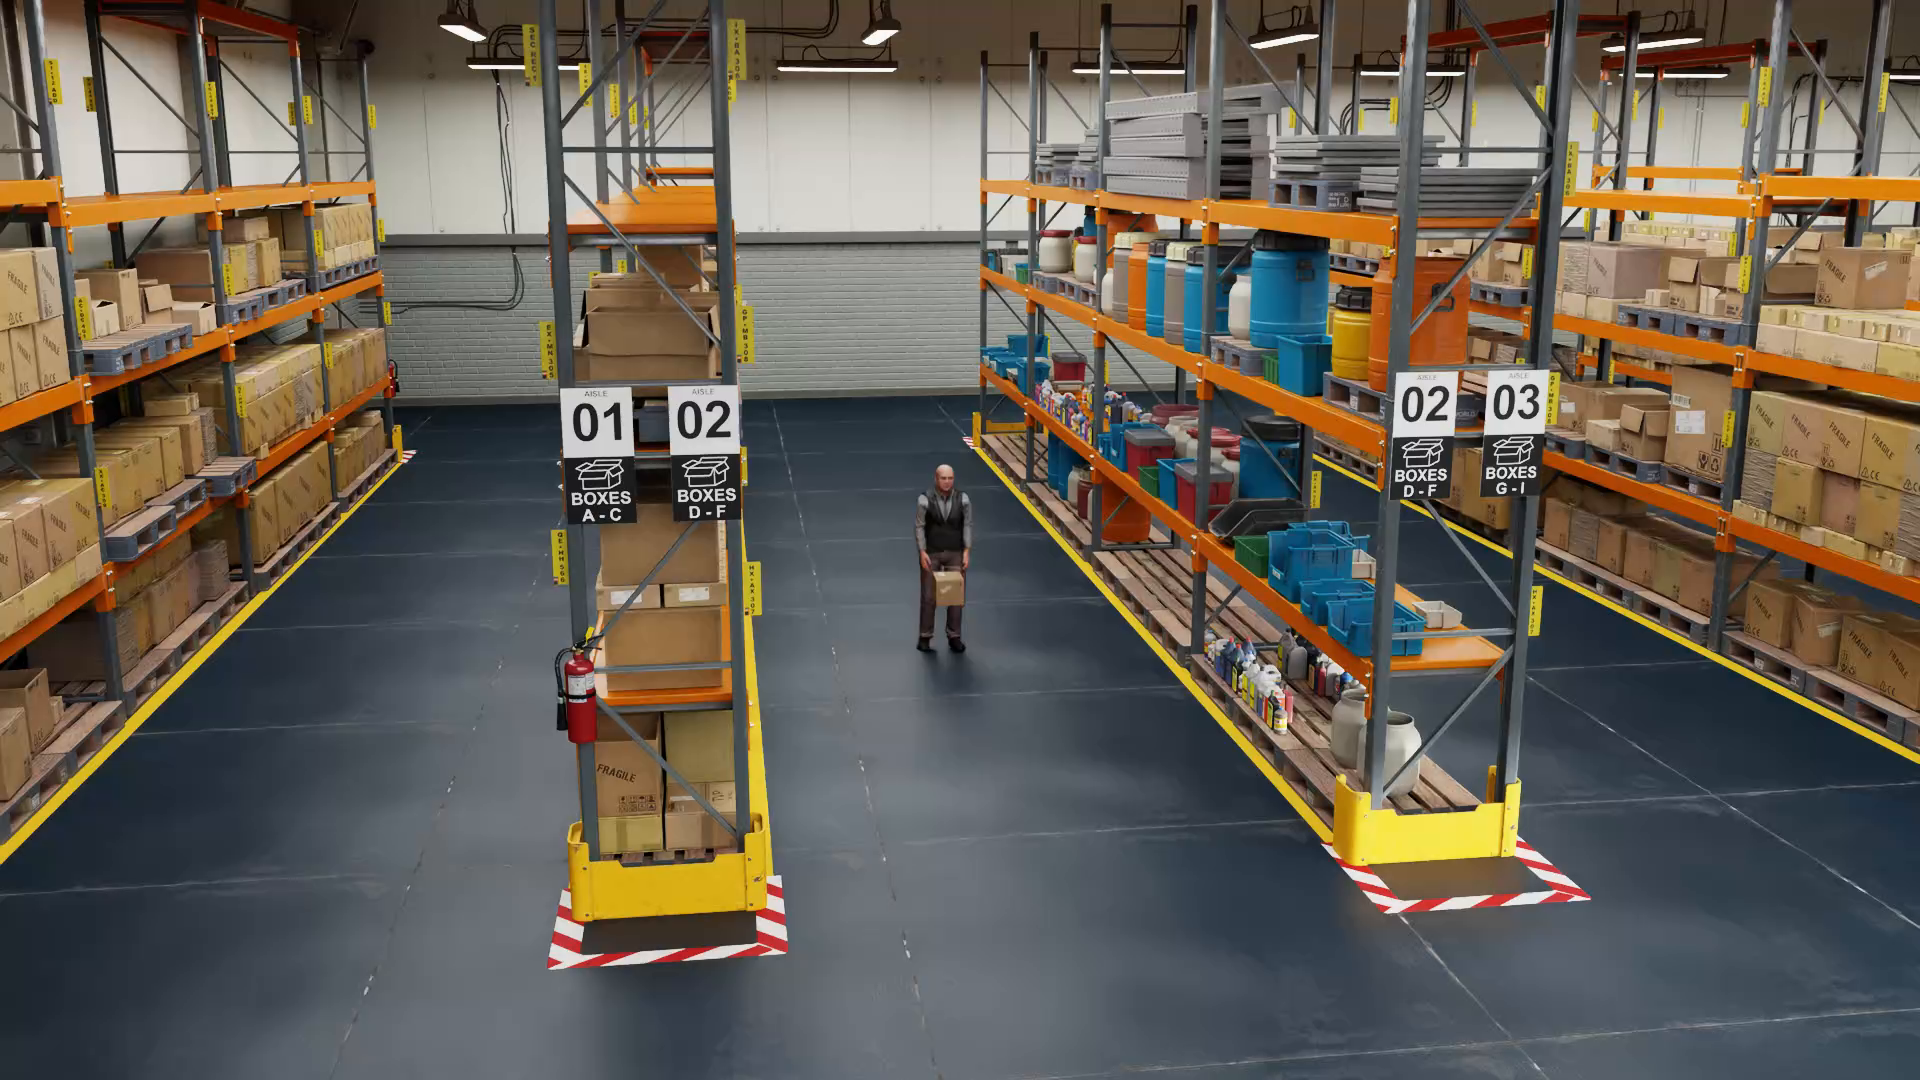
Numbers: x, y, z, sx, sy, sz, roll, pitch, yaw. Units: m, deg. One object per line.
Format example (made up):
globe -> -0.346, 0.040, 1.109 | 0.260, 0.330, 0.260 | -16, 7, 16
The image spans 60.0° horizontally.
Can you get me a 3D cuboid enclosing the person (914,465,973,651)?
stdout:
person -> -0.149, 0.151, 15.373 | 0.556, 1.726, 0.471 | -2, 13, -10
